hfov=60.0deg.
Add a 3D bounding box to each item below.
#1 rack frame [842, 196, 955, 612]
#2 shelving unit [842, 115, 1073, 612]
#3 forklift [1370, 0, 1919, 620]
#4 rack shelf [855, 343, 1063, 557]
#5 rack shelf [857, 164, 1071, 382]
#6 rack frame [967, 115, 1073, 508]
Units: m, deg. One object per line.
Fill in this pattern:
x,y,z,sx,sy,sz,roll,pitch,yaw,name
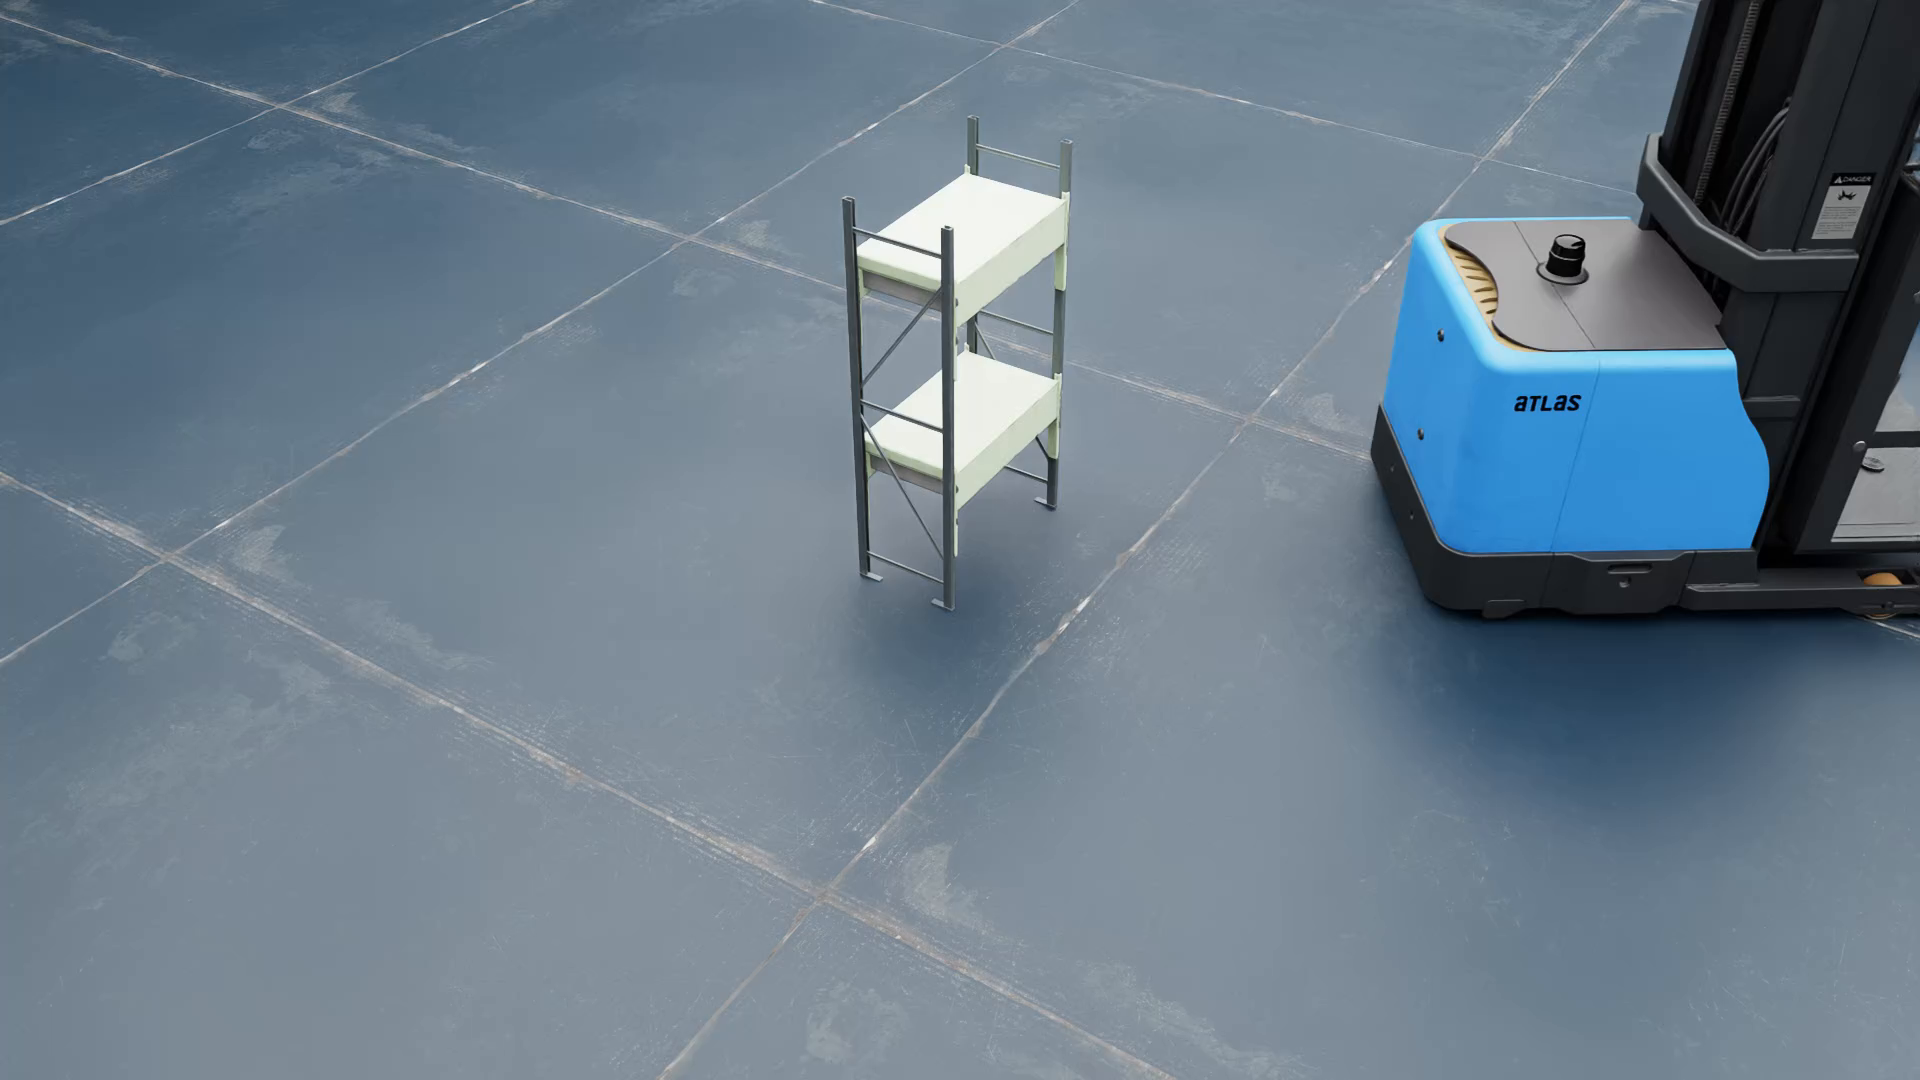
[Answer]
-0.193,-0.409,5.552,0.400,1.500,0.023,21,42,25,rack frame
0.004,-0.597,5.797,0.431,1.500,0.755,21,42,25,shelving unit
3.146,-1.205,5.412,3.031,2.935,1.130,-1,38,-1,forklift
0.004,-0.339,5.996,0.431,0.370,0.720,21,42,25,rack shelf
0.004,-0.907,5.558,0.431,0.370,0.720,21,42,25,rack shelf
0.200,-0.786,6.041,0.400,1.500,0.023,21,42,25,rack frame
